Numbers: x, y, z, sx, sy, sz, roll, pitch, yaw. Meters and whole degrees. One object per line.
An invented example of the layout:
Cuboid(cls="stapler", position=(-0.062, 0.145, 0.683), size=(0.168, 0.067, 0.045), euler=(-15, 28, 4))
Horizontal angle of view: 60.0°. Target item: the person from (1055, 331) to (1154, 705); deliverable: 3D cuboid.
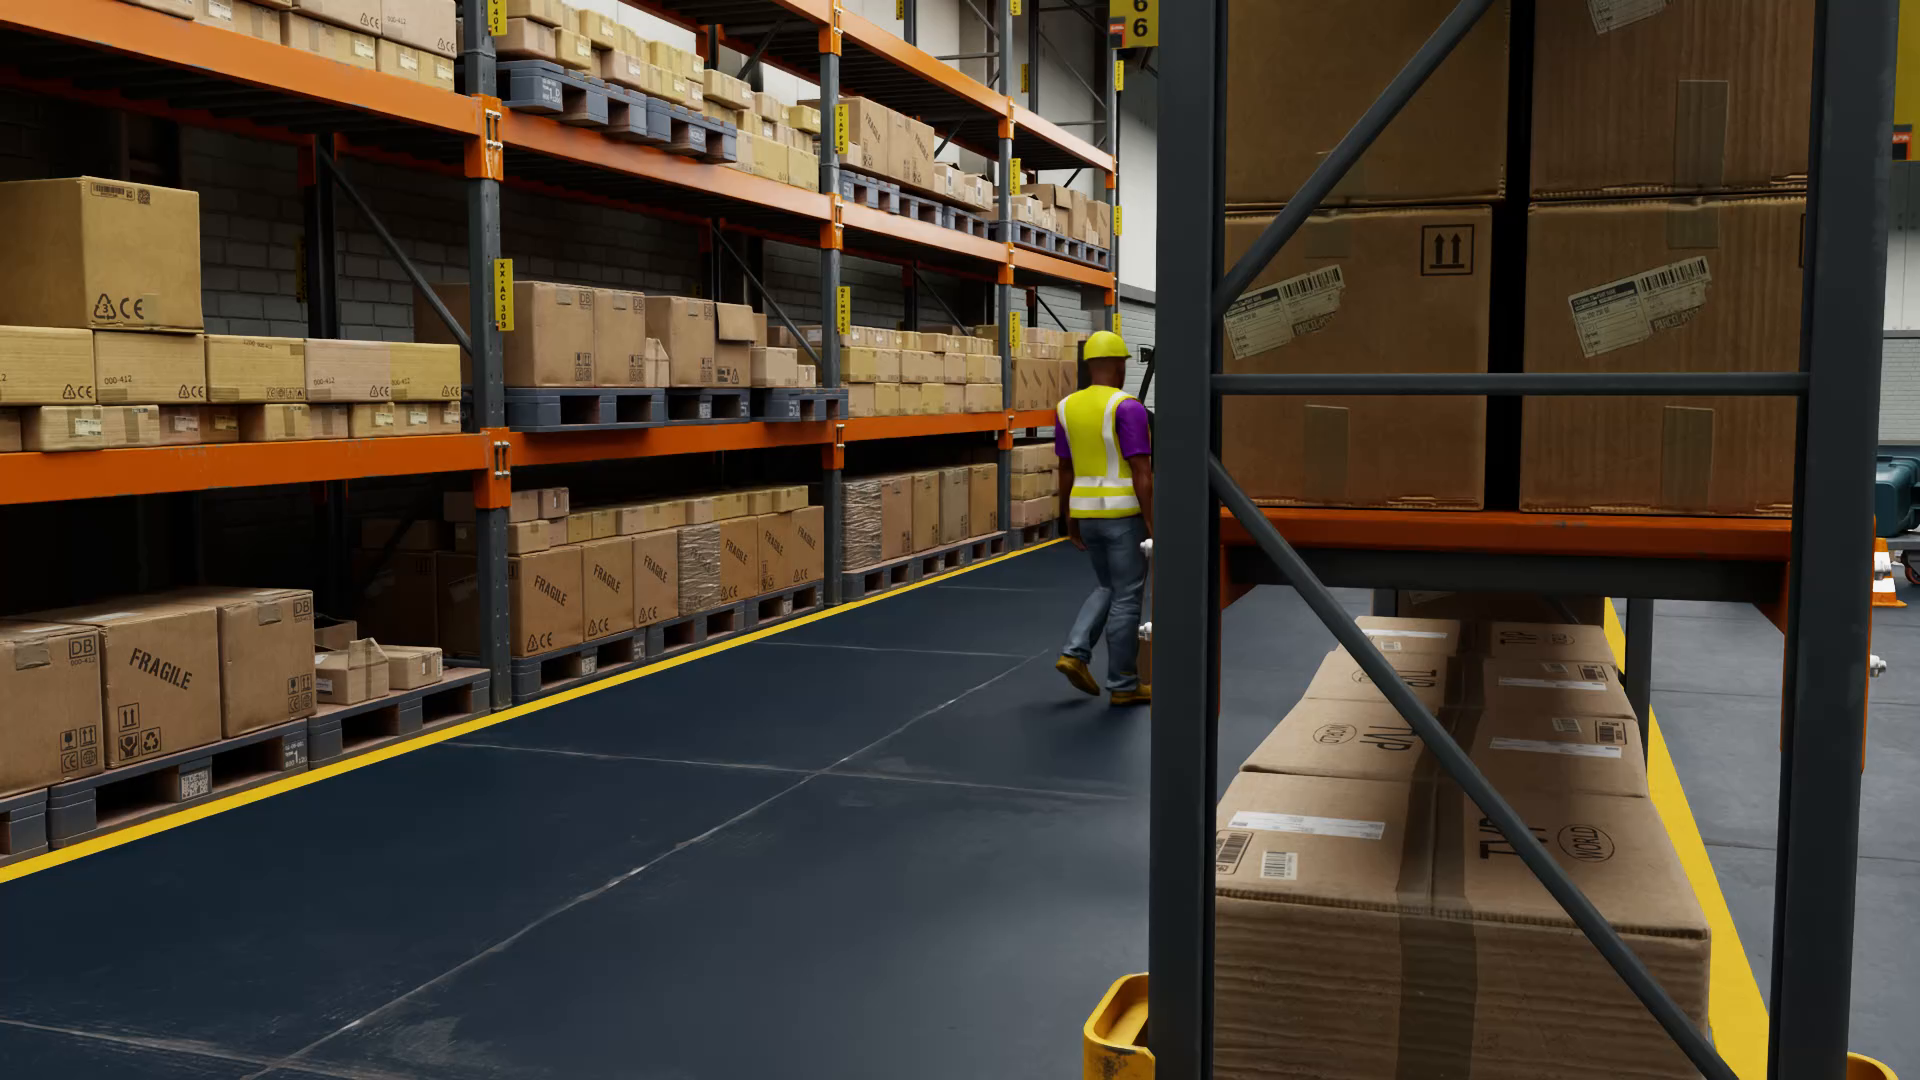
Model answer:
Cuboid(cls="person", position=(0.747, -0.103, 7.926), size=(0.466, 1.763, 0.613), euler=(-4, 7, -39))
